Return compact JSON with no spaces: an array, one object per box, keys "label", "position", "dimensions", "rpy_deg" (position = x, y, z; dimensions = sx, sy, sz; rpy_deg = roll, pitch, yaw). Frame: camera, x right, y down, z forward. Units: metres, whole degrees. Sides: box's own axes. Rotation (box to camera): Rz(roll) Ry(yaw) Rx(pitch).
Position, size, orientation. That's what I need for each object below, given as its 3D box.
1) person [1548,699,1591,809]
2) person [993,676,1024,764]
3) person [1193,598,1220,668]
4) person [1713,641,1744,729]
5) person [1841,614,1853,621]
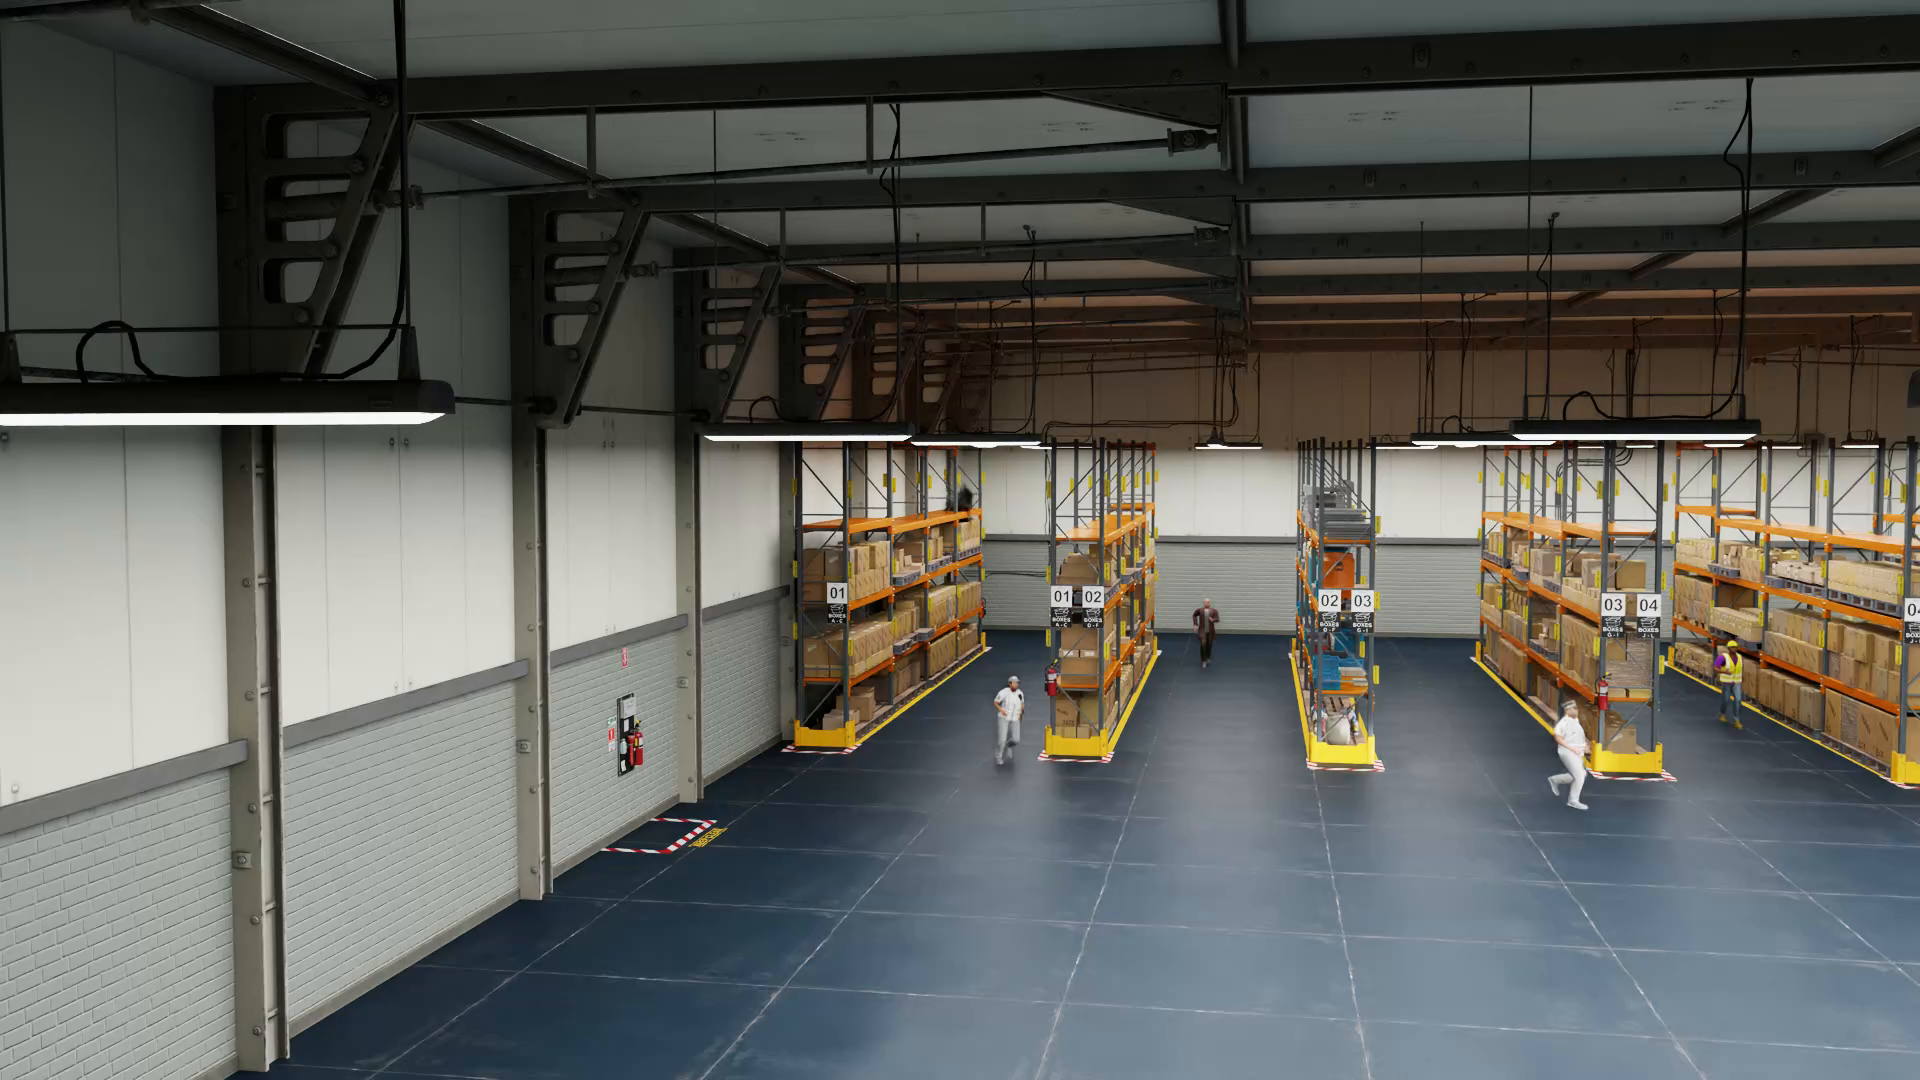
[{"label":"person","position":[9.828,3.440,26.862],"dimensions":[0.651,1.754,0.664],"rpy_deg":[2,4,38]},{"label":"person","position":[0.932,3.311,30.695],"dimensions":[0.609,1.594,0.493],"rpy_deg":[-1,3,-16]},{"label":"person","position":[6.589,2.471,44.455],"dimensions":[0.682,1.833,0.907],"rpy_deg":[0,3,1]},{"label":"person","position":[16.084,2.999,34.754],"dimensions":[0.681,1.807,0.851],"rpy_deg":[0,3,6]},{"label":"person","position":[24.019,2.522,45.158],"dimensions":[0.527,1.625,0.607],"rpy_deg":[1,3,10]}]
